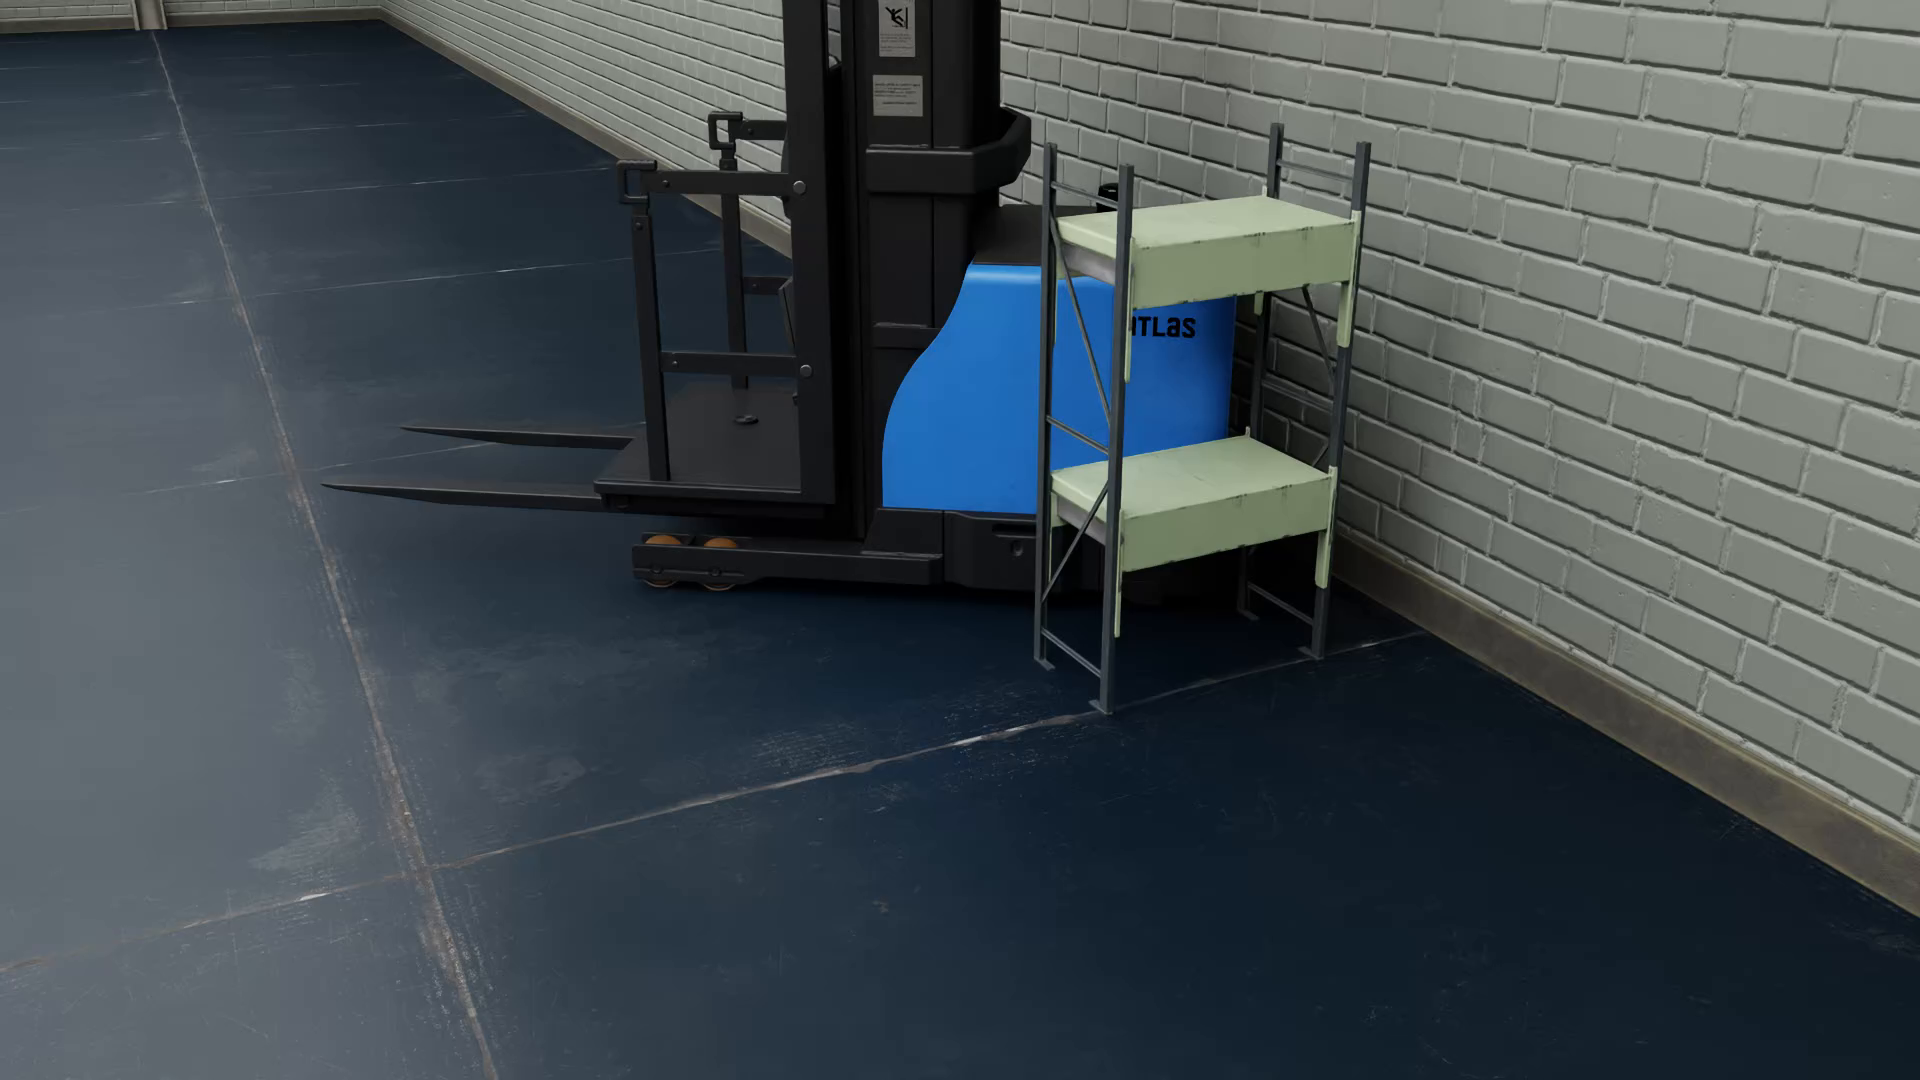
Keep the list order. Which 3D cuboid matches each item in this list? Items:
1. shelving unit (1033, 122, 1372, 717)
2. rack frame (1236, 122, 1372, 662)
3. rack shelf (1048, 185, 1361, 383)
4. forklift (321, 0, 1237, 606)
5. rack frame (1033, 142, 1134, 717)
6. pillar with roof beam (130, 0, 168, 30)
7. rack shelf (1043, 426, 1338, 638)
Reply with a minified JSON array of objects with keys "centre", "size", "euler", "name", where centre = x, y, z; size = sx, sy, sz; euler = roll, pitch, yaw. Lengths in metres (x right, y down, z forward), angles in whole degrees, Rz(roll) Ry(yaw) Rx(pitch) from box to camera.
[{"centre":[0.644,-0.340,4.611],"size":[0.755,1.500,0.431],"euler":[-11,25,-25],"name":"shelving unit"},{"centre":[0.968,-0.405,4.767],"size":[0.023,1.500,0.400],"euler":[-11,25,-25],"name":"rack frame"},{"centre":[0.644,-0.701,4.462],"size":[0.720,0.370,0.431],"euler":[-11,25,-25],"name":"rack shelf"},{"centre":[-0.621,-1.387,5.268],"size":[3.031,2.935,1.130],"euler":[3,23,7],"name":"forklift"},{"centre":[0.319,-0.276,4.455],"size":[0.023,1.500,0.400],"euler":[-11,25,-25],"name":"rack frame"},{"centre":[-9.004,-9.549,17.053],"size":[0.400,9.000,9.100],"euler":[-10,25,-24],"name":"pillar with roof beam"},{"centre":[0.644,-0.039,4.736],"size":[0.720,0.370,0.431],"euler":[-11,25,-25],"name":"rack shelf"}]
